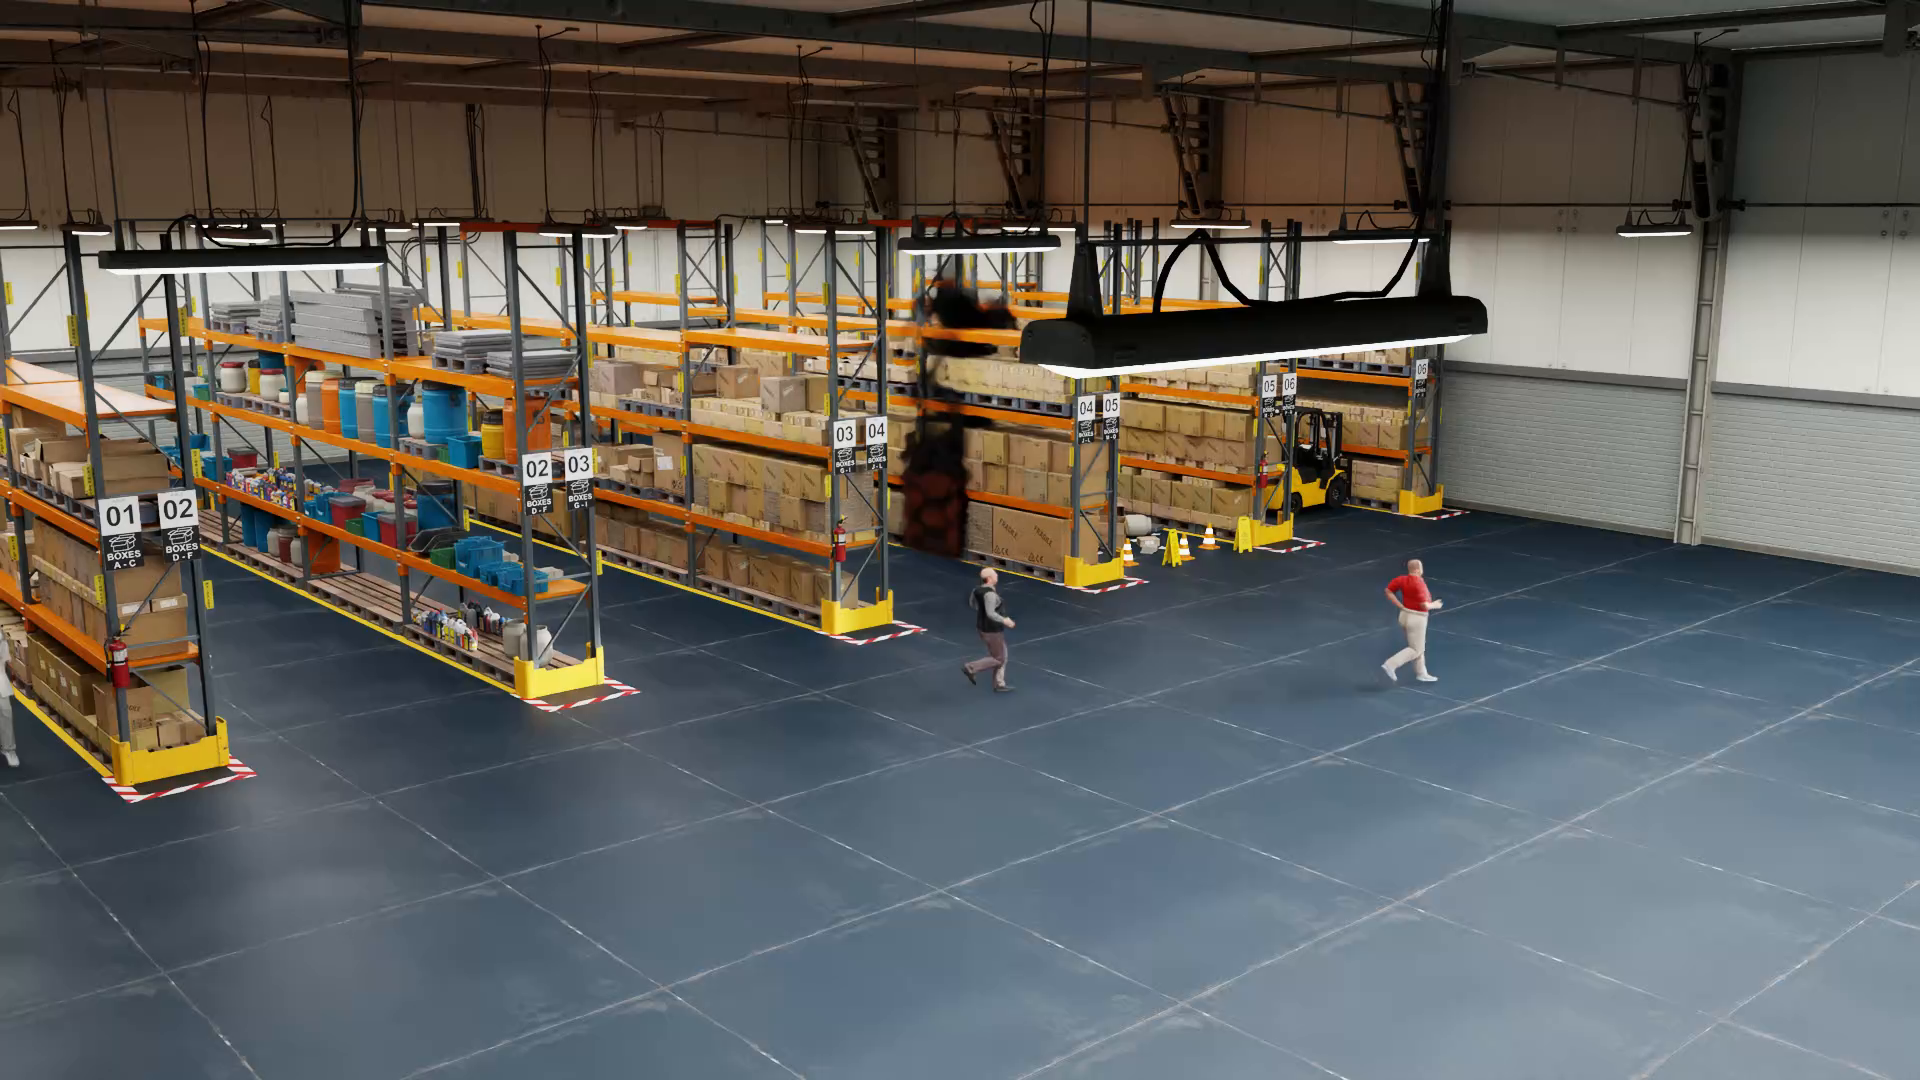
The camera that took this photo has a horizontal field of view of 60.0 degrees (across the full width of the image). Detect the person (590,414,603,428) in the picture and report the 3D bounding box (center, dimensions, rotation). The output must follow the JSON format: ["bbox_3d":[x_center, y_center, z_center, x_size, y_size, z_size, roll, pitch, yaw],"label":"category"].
[{"bbox_3d":[-9.061,-2.718,40.874,0.635,1.769,0.692,-11,16,-43],"label":"person"}]

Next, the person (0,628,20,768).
[{"bbox_3d":[-11.192,1.659,19.086,0.924,1.829,0.678,11,16,43],"label":"person"}]

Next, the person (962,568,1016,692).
[{"bbox_3d":[0.363,1.188,21.740,0.765,1.690,0.659,-3,12,-16],"label":"person"}]

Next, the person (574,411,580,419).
[{"bbox_3d":[-9.393,-2.609,40.607,0.752,1.680,0.563,11,16,43],"label":"person"}]

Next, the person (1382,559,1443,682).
[{"bbox_3d":[5.993,1.098,22.067,0.954,1.725,0.664,-4,12,-20],"label":"person"}]
